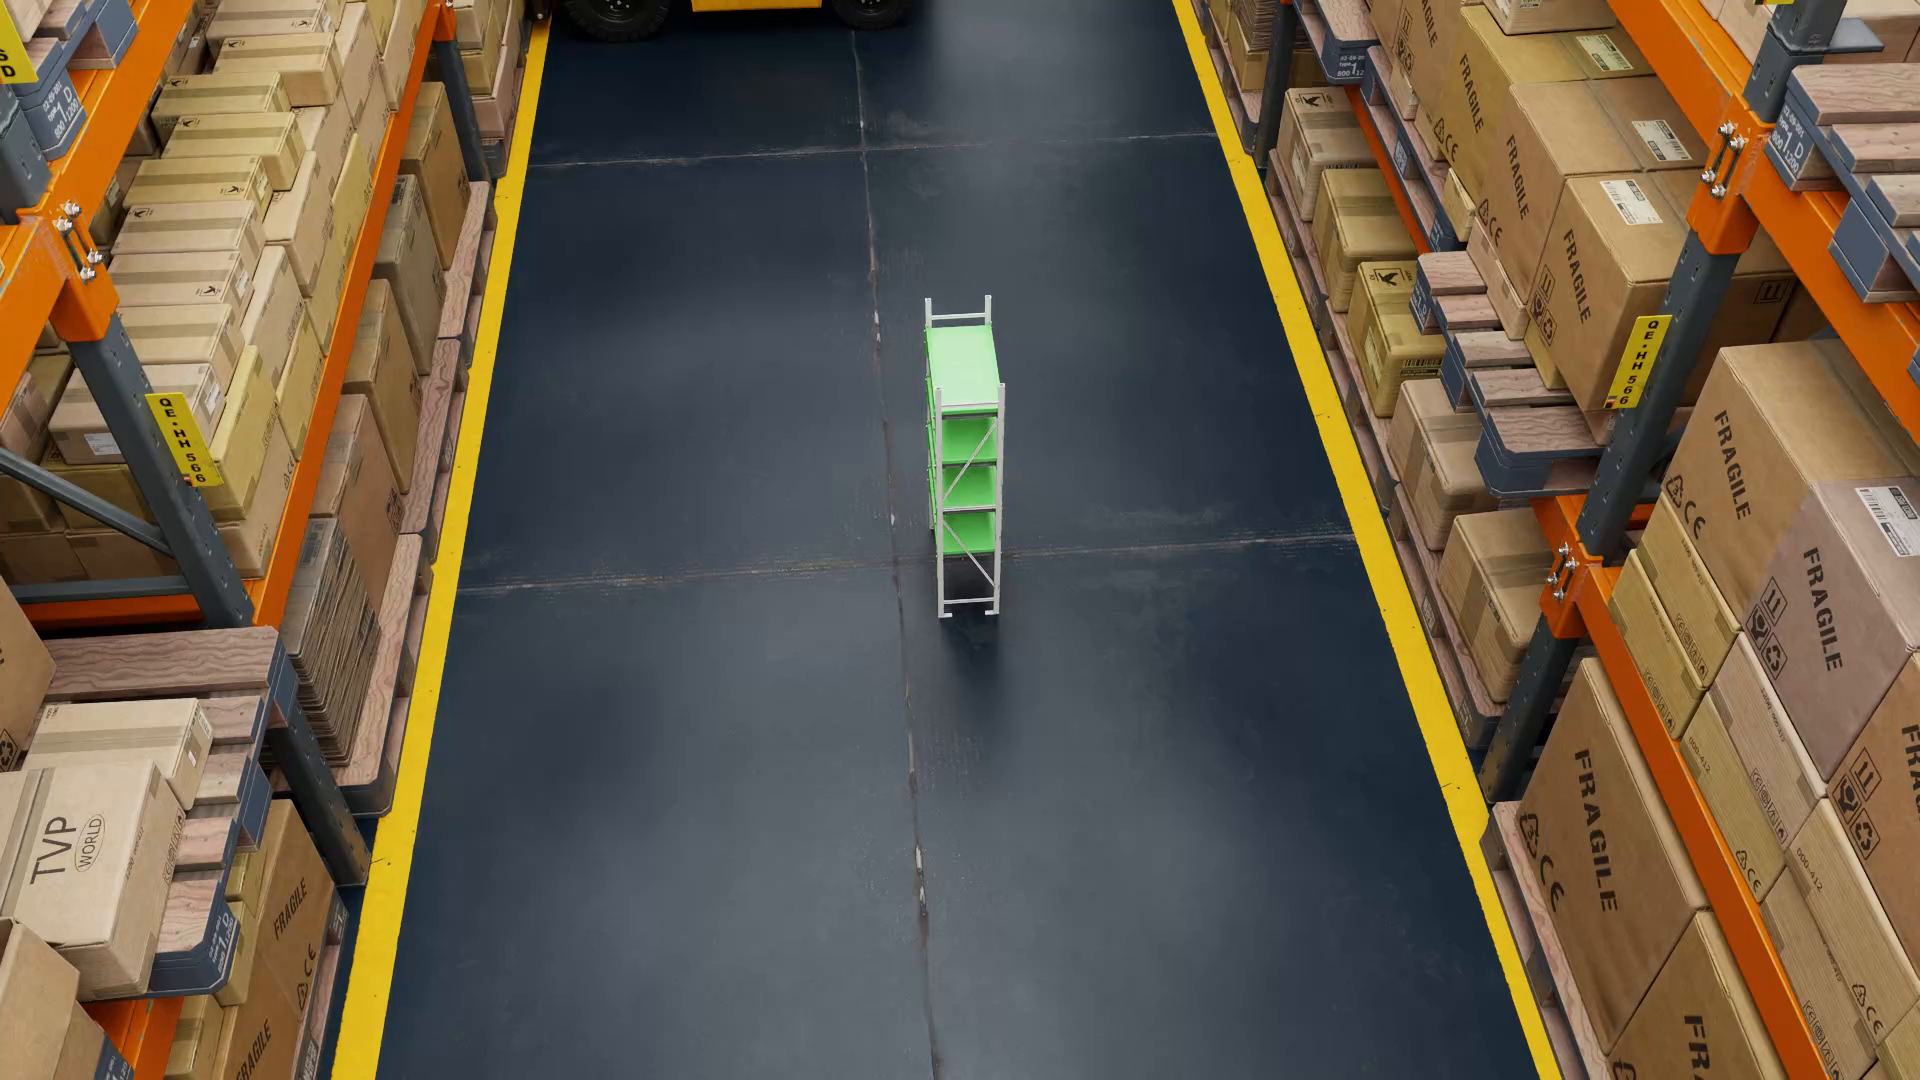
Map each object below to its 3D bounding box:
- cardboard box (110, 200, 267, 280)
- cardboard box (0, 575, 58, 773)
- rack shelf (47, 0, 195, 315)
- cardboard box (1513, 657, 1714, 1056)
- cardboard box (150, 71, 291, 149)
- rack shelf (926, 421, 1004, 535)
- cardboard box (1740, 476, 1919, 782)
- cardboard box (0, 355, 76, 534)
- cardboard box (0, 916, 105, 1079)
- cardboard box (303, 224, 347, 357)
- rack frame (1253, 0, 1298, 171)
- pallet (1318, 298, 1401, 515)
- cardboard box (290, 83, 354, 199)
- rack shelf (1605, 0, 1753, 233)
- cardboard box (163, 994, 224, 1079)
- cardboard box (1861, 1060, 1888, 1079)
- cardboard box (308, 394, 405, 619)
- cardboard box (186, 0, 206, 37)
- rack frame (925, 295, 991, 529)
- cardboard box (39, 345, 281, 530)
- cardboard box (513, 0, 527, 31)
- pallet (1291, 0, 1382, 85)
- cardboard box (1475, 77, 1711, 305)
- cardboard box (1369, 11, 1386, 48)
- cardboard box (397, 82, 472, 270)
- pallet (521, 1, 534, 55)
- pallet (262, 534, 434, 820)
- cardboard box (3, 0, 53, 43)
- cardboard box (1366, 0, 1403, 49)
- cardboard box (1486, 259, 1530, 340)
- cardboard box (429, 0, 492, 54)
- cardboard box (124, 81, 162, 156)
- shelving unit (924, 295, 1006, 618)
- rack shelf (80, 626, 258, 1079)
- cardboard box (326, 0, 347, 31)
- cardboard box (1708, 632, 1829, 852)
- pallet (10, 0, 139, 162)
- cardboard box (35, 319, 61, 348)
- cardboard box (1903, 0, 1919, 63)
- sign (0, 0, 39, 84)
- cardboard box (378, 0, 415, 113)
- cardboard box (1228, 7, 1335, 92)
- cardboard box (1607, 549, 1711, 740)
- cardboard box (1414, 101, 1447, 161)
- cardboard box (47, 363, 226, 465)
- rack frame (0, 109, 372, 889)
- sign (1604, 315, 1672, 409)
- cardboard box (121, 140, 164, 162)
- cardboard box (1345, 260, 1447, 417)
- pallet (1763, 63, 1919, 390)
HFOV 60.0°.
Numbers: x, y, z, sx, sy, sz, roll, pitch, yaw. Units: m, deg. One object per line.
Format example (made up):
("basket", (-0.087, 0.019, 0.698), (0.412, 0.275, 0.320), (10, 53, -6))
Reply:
("cardboard box", (-2.395, -0.918, 5.175), (0.380, 0.149, 0.250), (-3, 47, -3))
("cardboard box", (-2.669, 0.356, 4.125), (0.500, 0.500, 0.500), (-2, 47, -1))
("rack shelf", (-2.724, -2.078, 5.218), (1.077, 0.370, 4.000), (-3, 47, -3))
("cardboard box", (2.364, 0.940, 5.104), (0.875, 0.875, 0.875), (-4, 47, -4))
("cardboard box", (-2.527, -1.468, 5.695), (0.380, 0.149, 0.250), (-3, 47, -3))
("rack shelf", (0.014, -0.249, 6.384), (0.258, 0.148, 0.480), (-3, 47, -3))
("cardboard box", (2.238, 0.201, 3.873), (0.500, 0.500, 0.500), (-3, 47, -3))
("cardboard box", (-2.871, -0.275, 4.840), (0.500, 0.250, 0.500), (-3, 47, -2))
("cardboard box", (-2.236, 1.143, 3.377), (0.797, 0.503, 0.637), (-4, 47, -4))
("cardboard box", (-2.438, -0.867, 5.745), (0.500, 0.250, 0.500), (-5, 47, -5))
("rack frame", (2.054, -3.045, 7.704), (1.000, 3.000, 0.127), (-3, 47, -3))
("pallet", (2.226, -0.638, 7.346), (1.003, 0.211, 1.213), (-3, 47, -3))
("cardboard box", (-2.485, -1.413, 5.918), (0.500, 0.250, 0.500), (-3, 47, -3))
("rack shelf", (2.222, -2.382, 5.506), (1.077, 0.370, 4.000), (-3, 47, -3))
("cardboard box", (-2.231, 1.376, 4.503), (0.380, 0.149, 0.250), (-5, 47, -5))
("cardboard box", (2.323, 1.377, 3.620), (0.500, 0.250, 0.500), (-3, 47, -3))
("cardboard box", (-2.658, -0.099, 6.260), (0.875, 0.625, 0.625), (-2, 47, -2))
("cardboard box", (-3.048, -1.988, 6.187), (0.380, 0.149, 0.250), (-4, 47, -3))
("rack frame", (-0.007, -0.469, 6.505), (0.240, 1.200, 0.015), (-3, 47, -3))
("cardboard box", (-2.326, -0.304, 4.868), (0.500, 0.250, 0.500), (-4, 47, -3))
("cardboard box", (-2.719, -3.047, 9.311), (0.500, 0.250, 0.500), (-3, 47, -3))
("pallet", (1.973, -2.417, 7.242), (1.003, 0.211, 1.213), (-3, 47, -3))
("cardboard box", (2.020, -1.117, 5.316), (0.500, 0.500, 0.500), (-4, 47, -4))
("cardboard box", (1.878, -2.114, 6.706), (0.380, 0.149, 0.250), (-3, 47, -3))
("cardboard box", (-2.837, -1.692, 7.769), (0.875, 0.625, 0.625), (-2, 47, -2))
("pallet", (-3.022, -3.245, 9.814), (1.003, 0.211, 1.213), (-3, 47, -3))
("pallet", (-2.587, 0.514, 6.254), (1.003, 0.211, 1.213), (-3, 47, -3))
("cardboard box", (-2.283, -1.247, 3.739), (0.380, 0.166, 0.250), (-4, 47, -3))
("cardboard box", (1.878, -2.249, 6.387), (0.500, 0.500, 0.500), (-4, 47, -4))
("cardboard box", (1.967, -0.801, 5.463), (0.380, 0.149, 0.250), (-4, 47, -4))
("cardboard box", (-2.619, -2.652, 8.249), (0.500, 0.250, 0.500), (-4, 47, -4))
("cardboard box", (-2.933, -1.437, 5.666), (0.380, 0.149, 0.250), (-2, 47, -2))
("shelving unit", (0.014, -0.293, 6.337), (0.258, 1.200, 0.503), (-3, 47, -3))
("rack shelf", (-2.389, 1.848, 3.566), (1.077, 0.370, 4.000), (-3, 47, -3))
("cardboard box", (-2.520, -2.023, 6.221), (0.380, 0.149, 0.250), (-4, 47, -4))
("cardboard box", (2.228, 0.484, 4.121), (0.500, 0.250, 0.500), (-2, 47, -2))
("pallet", (-2.703, -1.299, 4.115), (1.213, 0.211, 1.003), (-2, 47, -1))
("cardboard box", (-2.880, -0.701, 4.969), (0.380, 0.149, 0.250), (-4, 47, -3))
("cardboard box", (2.532, -1.334, 4.191), (0.380, 0.149, 0.250), (-3, 47, -3))
("sign", (-2.016, -1.087, 3.428), (0.100, 0.325, 0.005), (-3, 47, -3))
("cardboard box", (-2.541, -1.977, 6.796), (0.500, 0.250, 0.500), (-4, 47, -4))
("cardboard box", (1.737, -2.655, 8.940), (0.500, 0.250, 0.500), (-2, 47, -1))
("cardboard box", (2.179, 0.270, 4.668), (0.500, 0.250, 0.500), (-4, 47, -4))
("cardboard box", (1.919, -1.548, 6.171), (0.380, 0.149, 0.250), (-5, 47, -5))
("cardboard box", (-2.290, -0.353, 4.639), (0.380, 0.149, 0.250), (-2, 47, -2))
("rack frame", (-2.557, 0.153, 4.675), (1.000, 3.000, 0.127), (-3, 47, -3))
("sign", (1.849, -0.482, 4.534), (0.100, 0.325, 0.005), (-3, 47, -3))
("cardboard box", (-2.990, -1.372, 5.879), (0.500, 0.250, 0.500), (-4, 47, -4))
("cardboard box", (2.224, -0.884, 7.178), (0.950, 0.372, 0.625), (-2, 47, -2))
("pallet", (2.496, -0.655, 3.505), (1.213, 0.211, 1.003), (-2, 47, -1))
